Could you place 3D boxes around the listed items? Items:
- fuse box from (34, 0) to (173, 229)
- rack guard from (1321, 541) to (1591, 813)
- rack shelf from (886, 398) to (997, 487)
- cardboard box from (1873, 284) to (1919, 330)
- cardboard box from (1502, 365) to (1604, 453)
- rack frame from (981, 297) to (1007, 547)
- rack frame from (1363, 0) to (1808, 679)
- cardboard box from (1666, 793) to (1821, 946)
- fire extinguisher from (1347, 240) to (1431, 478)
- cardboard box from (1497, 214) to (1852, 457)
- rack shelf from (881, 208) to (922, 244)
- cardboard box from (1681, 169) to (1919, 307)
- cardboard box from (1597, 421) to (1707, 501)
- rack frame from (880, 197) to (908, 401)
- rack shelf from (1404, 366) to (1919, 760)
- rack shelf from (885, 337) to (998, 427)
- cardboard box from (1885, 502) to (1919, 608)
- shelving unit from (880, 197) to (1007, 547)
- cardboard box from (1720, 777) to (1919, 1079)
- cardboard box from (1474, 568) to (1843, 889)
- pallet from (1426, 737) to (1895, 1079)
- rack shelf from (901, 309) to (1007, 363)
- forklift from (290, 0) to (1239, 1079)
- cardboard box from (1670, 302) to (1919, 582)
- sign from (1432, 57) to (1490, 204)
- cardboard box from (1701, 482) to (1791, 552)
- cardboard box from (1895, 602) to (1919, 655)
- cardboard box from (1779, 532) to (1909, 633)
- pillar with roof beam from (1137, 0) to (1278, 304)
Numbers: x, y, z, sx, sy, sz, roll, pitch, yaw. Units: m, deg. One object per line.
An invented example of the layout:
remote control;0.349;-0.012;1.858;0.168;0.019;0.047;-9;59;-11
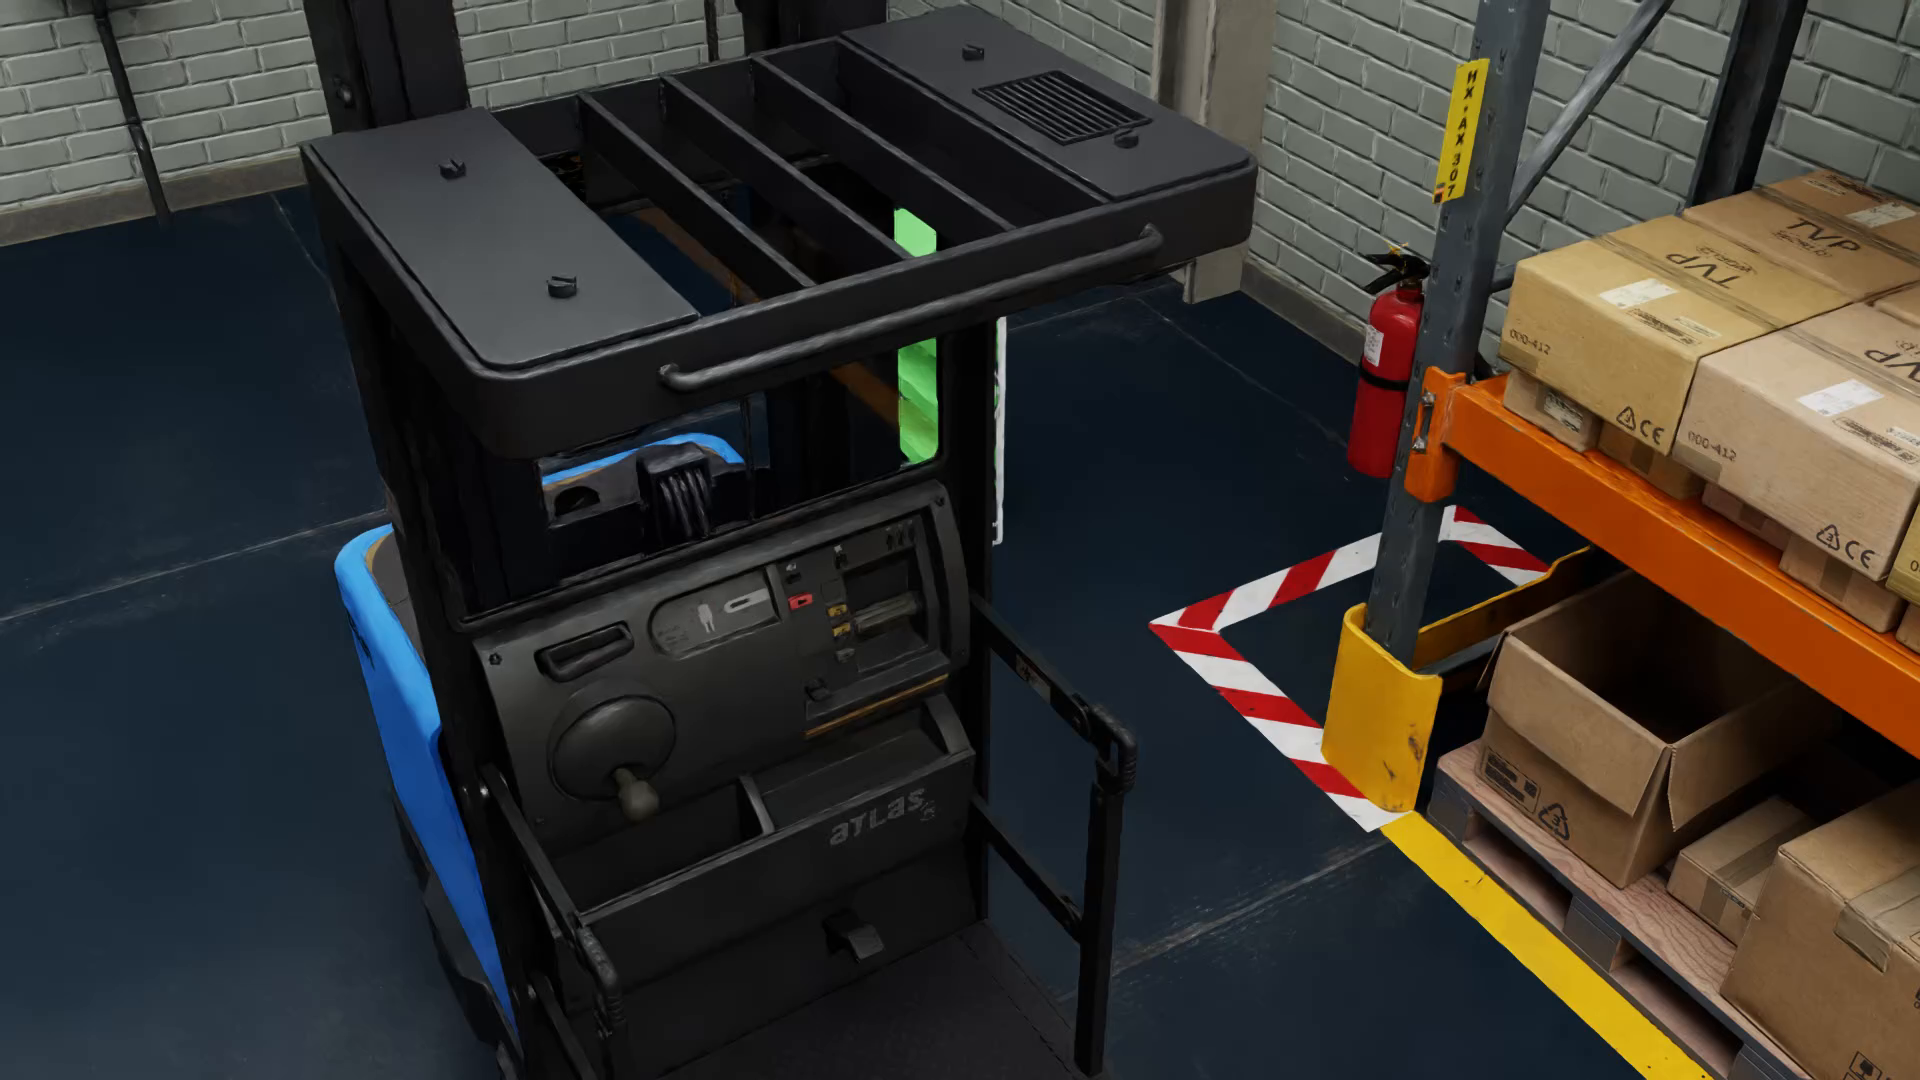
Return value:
fuse box;-3.661;-2.148;7.241;0.539;1.711;0.414;-19;40;-24
rack guard;1.631;0.324;4.883;1.175;0.500;0.348;-19;40;-24
rack shelf;-0.083;-0.324;5.691;0.258;0.148;0.480;-19;40;-24
cardboard box;2.311;-0.365;3.581;0.500;0.250;0.500;-19;40;-24
cardboard box;1.520;-0.374;3.932;0.380;0.149;0.250;-19;40;-24
rack frame;0.039;-0.445;5.341;0.240;1.200;0.015;-19;40;-24
rack frame;1.593;-0.725;4.199;1.000;3.000;0.127;-19;40;-24
cardboard box;1.998;0.825;4.138;0.380;0.149;0.250;-21;41;-26
fire extinguisher;1.119;-0.481;4.247;0.296;0.674;0.183;-19;40;-24
cardboard box;1.588;-0.473;3.729;0.500;0.250;0.500;-19;40;-24
rack shelf;-0.083;-0.905;5.266;0.258;0.148;0.480;-19;40;-24
cardboard box;2.053;-0.628;3.942;0.500;0.250;0.500;-18;40;-23
cardboard box;1.688;-0.258;3.773;0.380;0.149;0.250;-18;40;-23
rack frame;-0.206;-0.693;5.682;0.240;1.200;0.015;-19;40;-24
rack shelf;2.597;0.586;3.015;1.077;0.370;4.000;-19;40;-24
rack shelf;-0.083;-0.517;5.549;0.258;0.148;0.480;-19;40;-24
cardboard box;2.099;0.042;3.025;0.500;0.250;0.500;-20;41;-25
shelving unit;-0.083;-0.569;5.512;0.258;1.200;0.503;-19;40;-24
cardboard box;2.214;0.903;3.734;0.700;0.500;0.500;-17;40;-22
cardboard box;1.818;0.454;4.346;0.797;0.503;0.637;-21;41;-26
pallet;2.032;0.847;4.412;1.003;0.211;1.213;-19;40;-24
rack shelf;-0.083;-0.711;5.408;0.258;0.148;0.480;-19;40;-24
forklift;-0.307;0.245;2.929;1.130;2.935;3.031;-20;41;-25
cardboard box;1.841;-0.216;3.377;0.500;0.250;0.500;-18;40;-23
sign;1.123;-0.913;3.723;0.100;0.325;0.005;-19;40;-24
cardboard box;1.850;-0.135;3.604;0.380;0.149;0.250;-19;40;-25
cardboard box;2.063;0.146;3.220;0.380;0.149;0.250;-18;40;-23
cardboard box;1.924;0.012;3.403;0.380;0.149;0.250;-18;40;-23
pillar with roof beam;-2.705;-3.514;2.931;9.100;9.000;0.400;-19;40;-24
